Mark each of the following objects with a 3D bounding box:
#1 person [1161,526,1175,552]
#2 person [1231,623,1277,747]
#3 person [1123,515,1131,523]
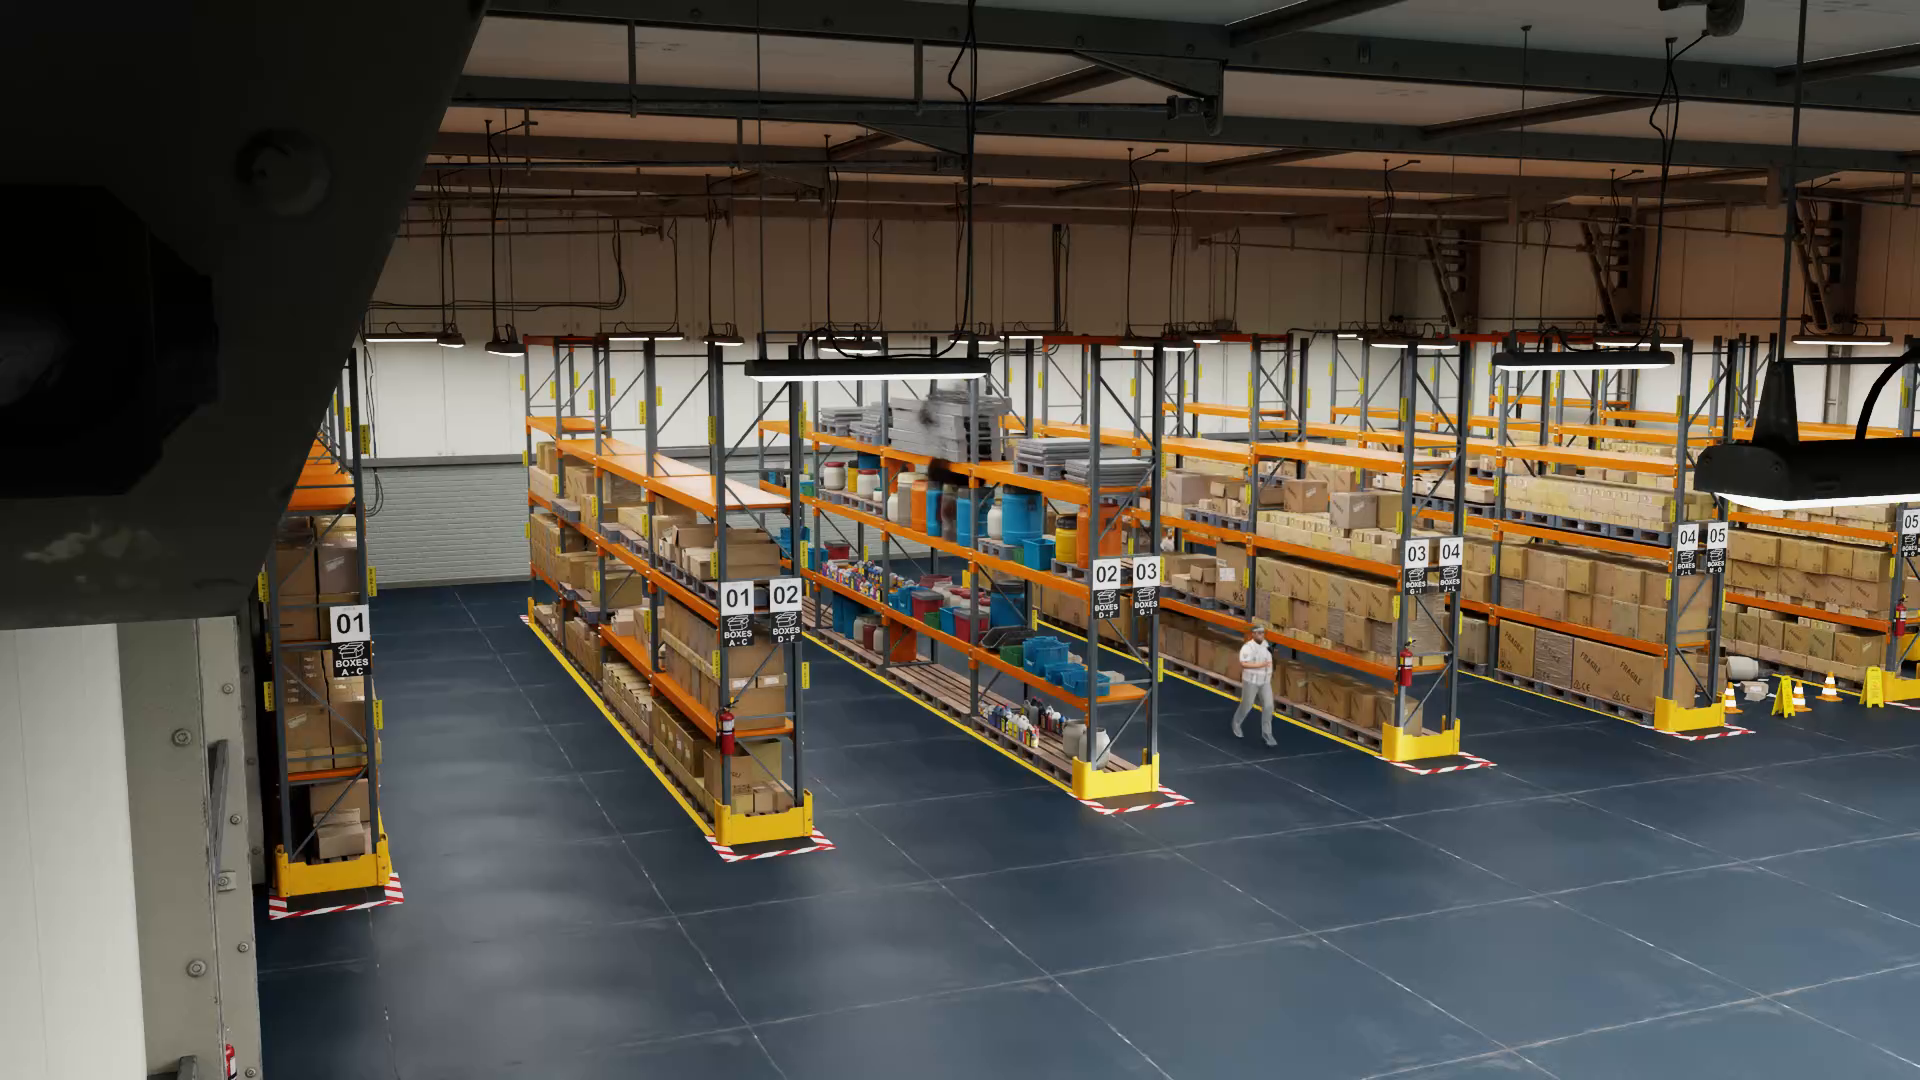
[{"bbox_3d":[4.681,0.537,37.364,0.622,1.728,0.883,-2,8,-16],"label":"person"},{"bbox_3d":[4.412,2.142,24.934,0.664,1.840,0.847,-4,9,-29],"label":"person"},{"bbox_3d":[4.046,0.105,40.826,0.615,1.607,0.739,5,9,33],"label":"person"}]
